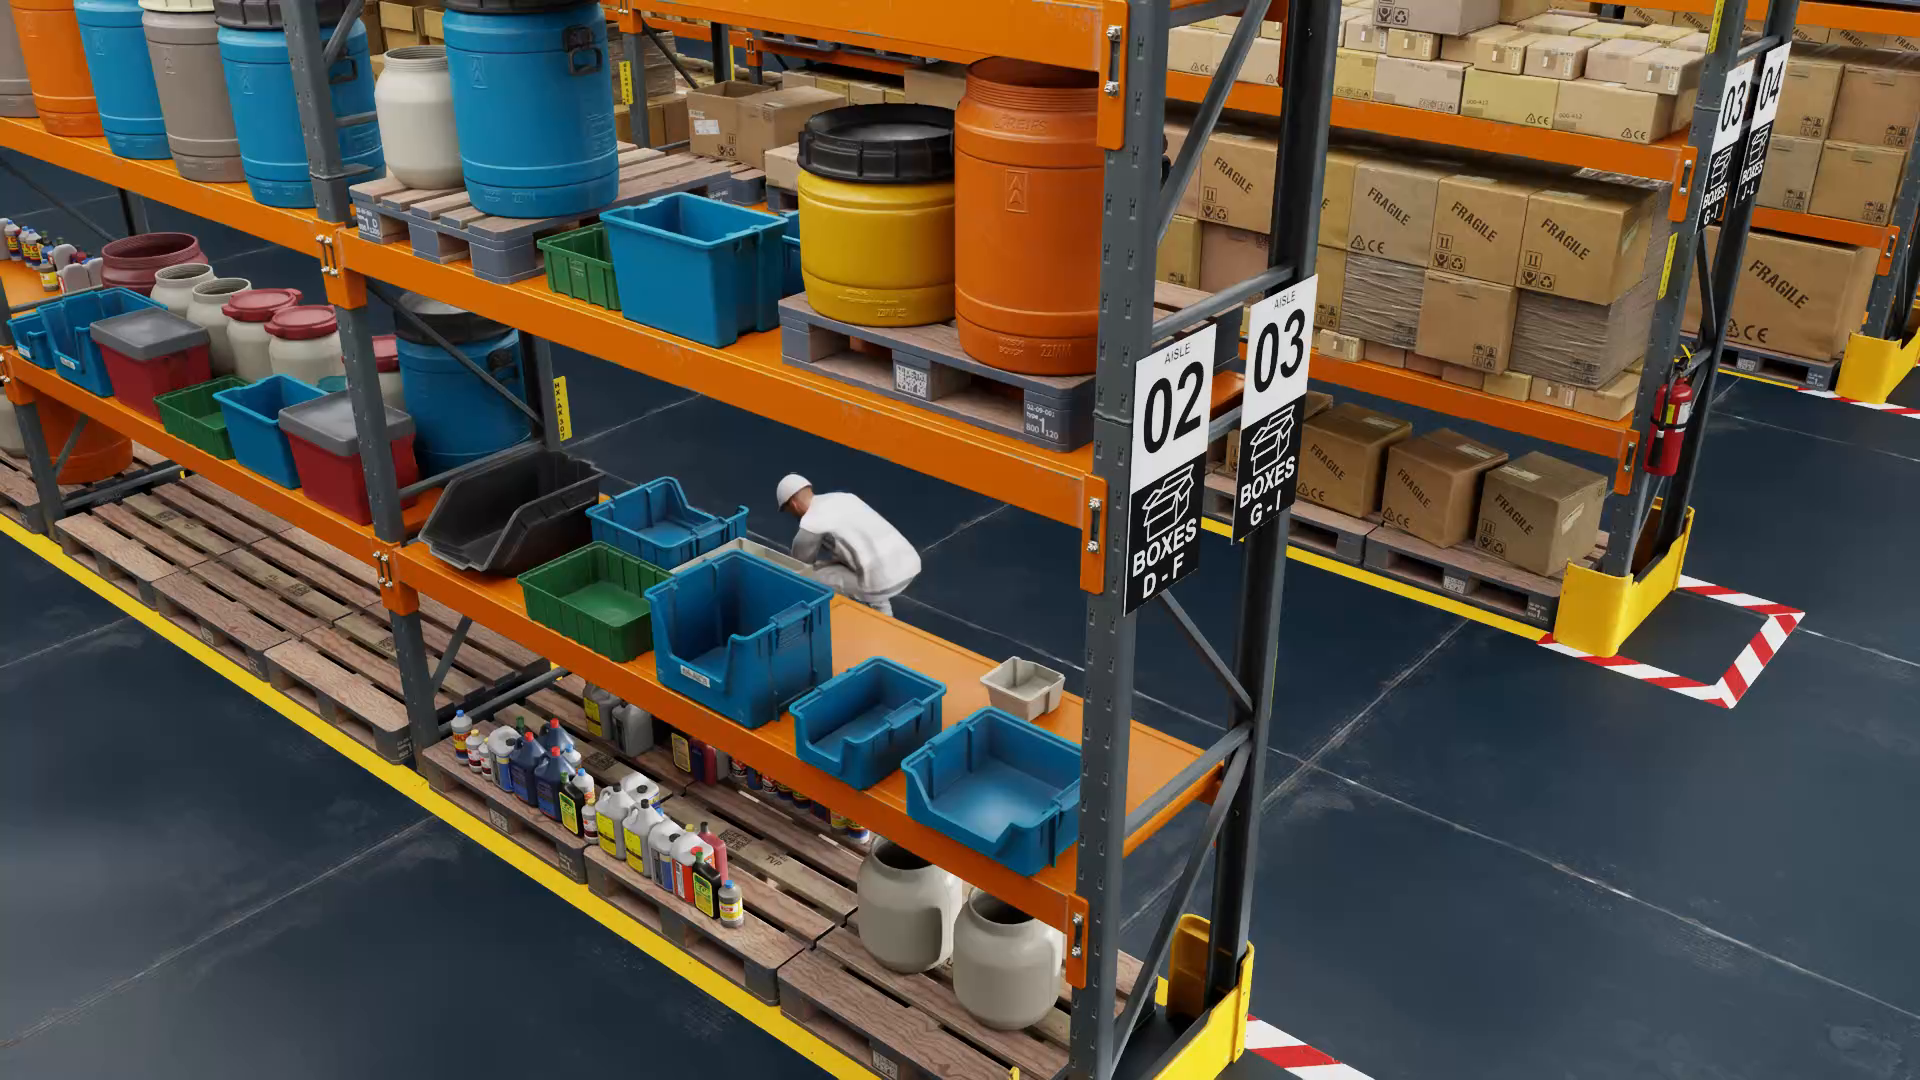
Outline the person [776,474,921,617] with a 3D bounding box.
[{"bbox_3d":[-0.652,0.110,9.397,0.889,0.877,0.557,21,34,35],"label":"person"}]
